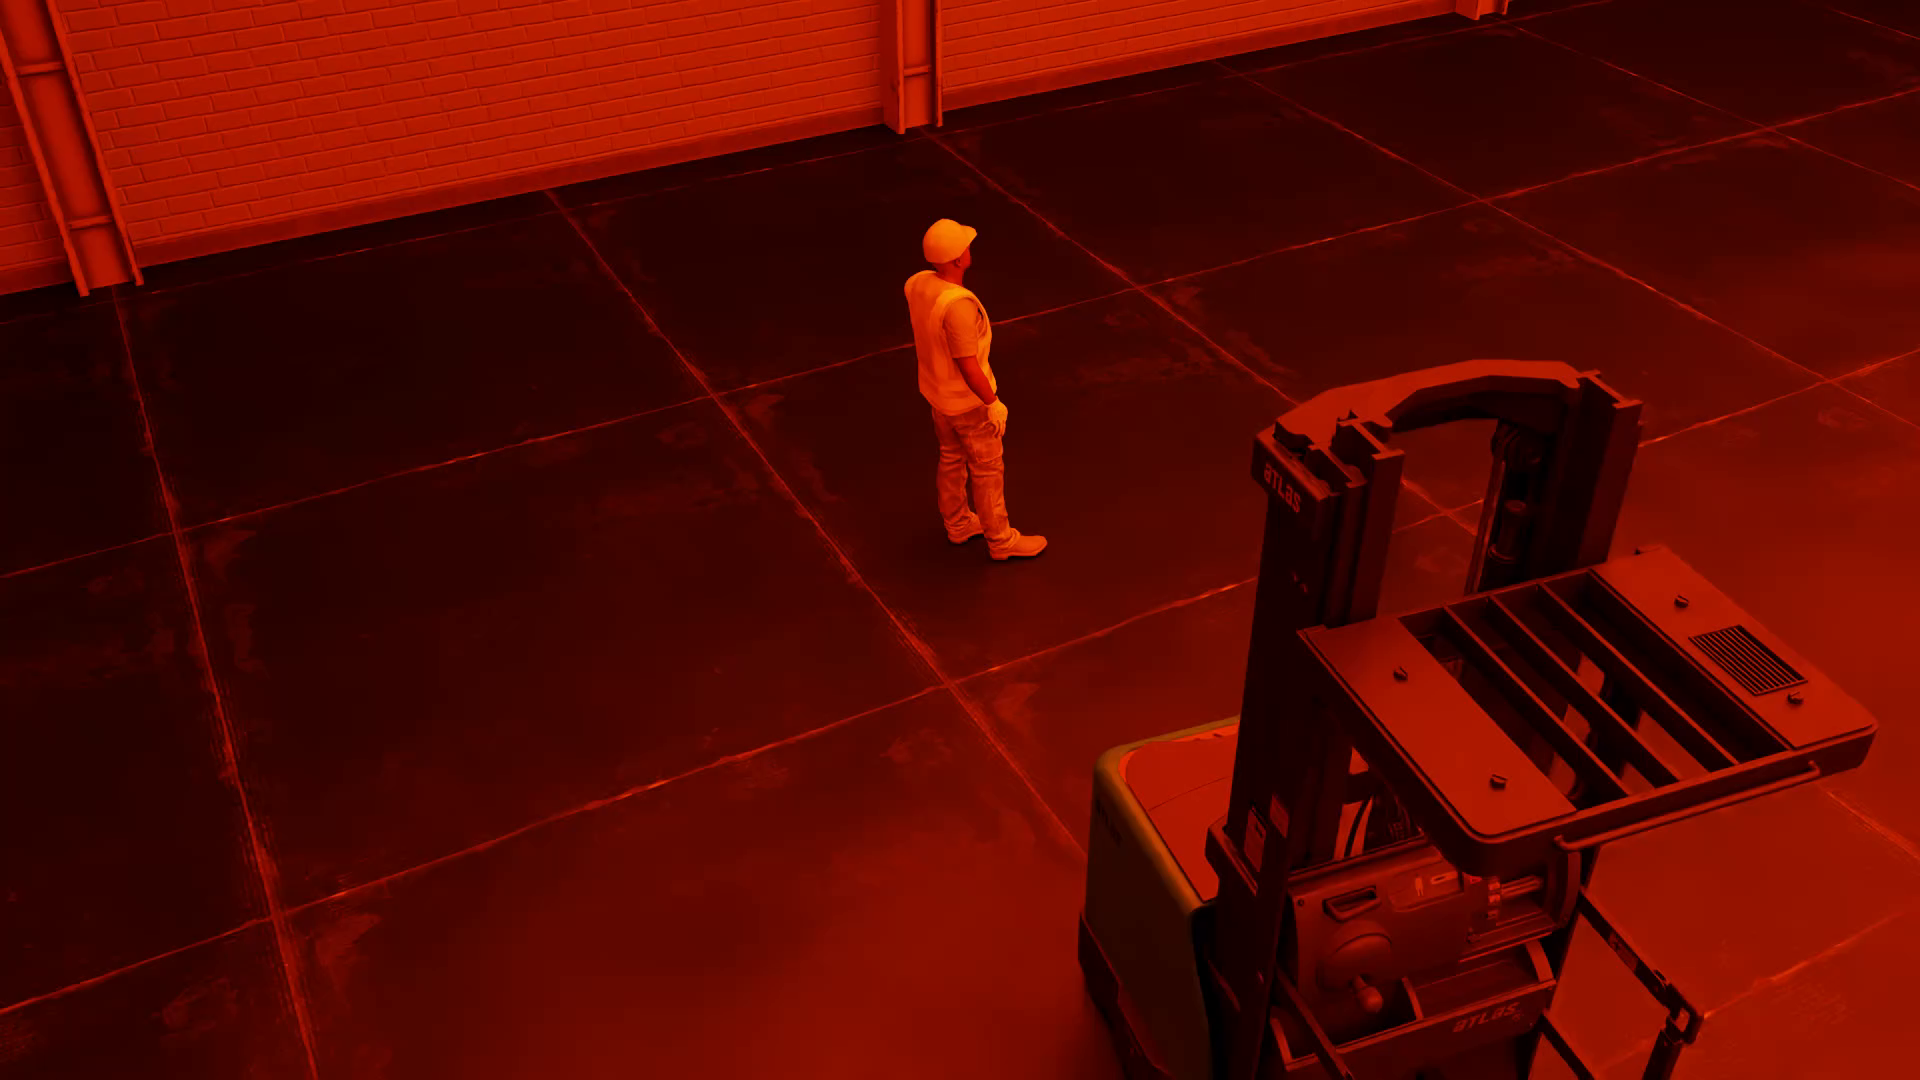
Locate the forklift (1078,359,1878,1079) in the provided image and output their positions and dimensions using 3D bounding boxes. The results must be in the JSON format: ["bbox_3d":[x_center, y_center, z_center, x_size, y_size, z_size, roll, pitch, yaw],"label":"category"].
[{"bbox_3d":[1.428,1.117,4.543,1.130,2.935,3.031,-12,37,-16],"label":"forklift"}]

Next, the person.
[{"bbox_3d":[0.067,-0.749,8.164,0.577,1.782,0.656,-17,39,-23],"label":"person"}]
